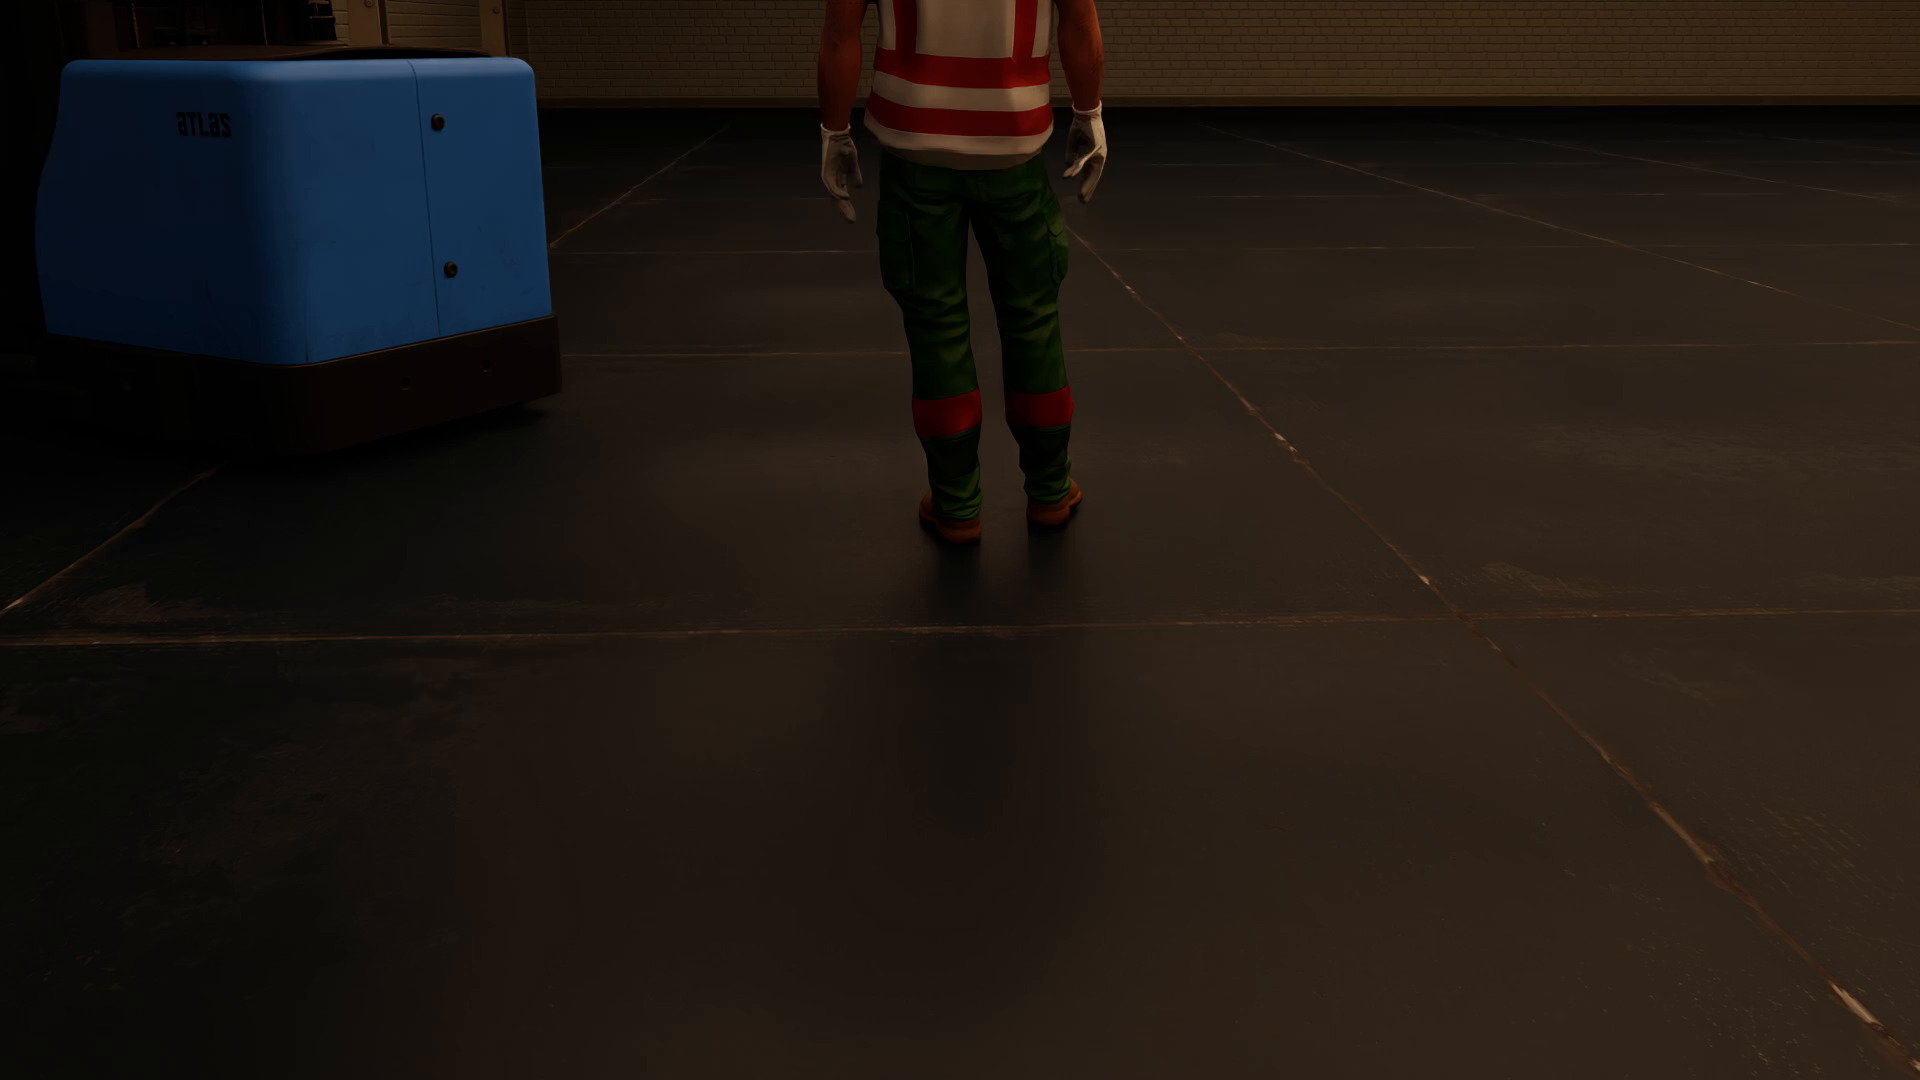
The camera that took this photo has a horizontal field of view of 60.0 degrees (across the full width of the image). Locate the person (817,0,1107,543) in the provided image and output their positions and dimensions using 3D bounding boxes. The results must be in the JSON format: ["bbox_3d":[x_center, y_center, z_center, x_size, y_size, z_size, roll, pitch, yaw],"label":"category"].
[{"bbox_3d":[0.007,-0.886,3.732,0.638,1.789,0.562,-1,17,-3],"label":"person"}]

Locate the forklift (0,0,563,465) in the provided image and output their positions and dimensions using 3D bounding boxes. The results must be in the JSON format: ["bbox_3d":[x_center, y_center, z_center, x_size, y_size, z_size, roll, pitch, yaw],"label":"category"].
[{"bbox_3d":[-2.776,-1.899,5.114,3.031,2.935,1.130,10,20,29],"label":"forklift"}]
